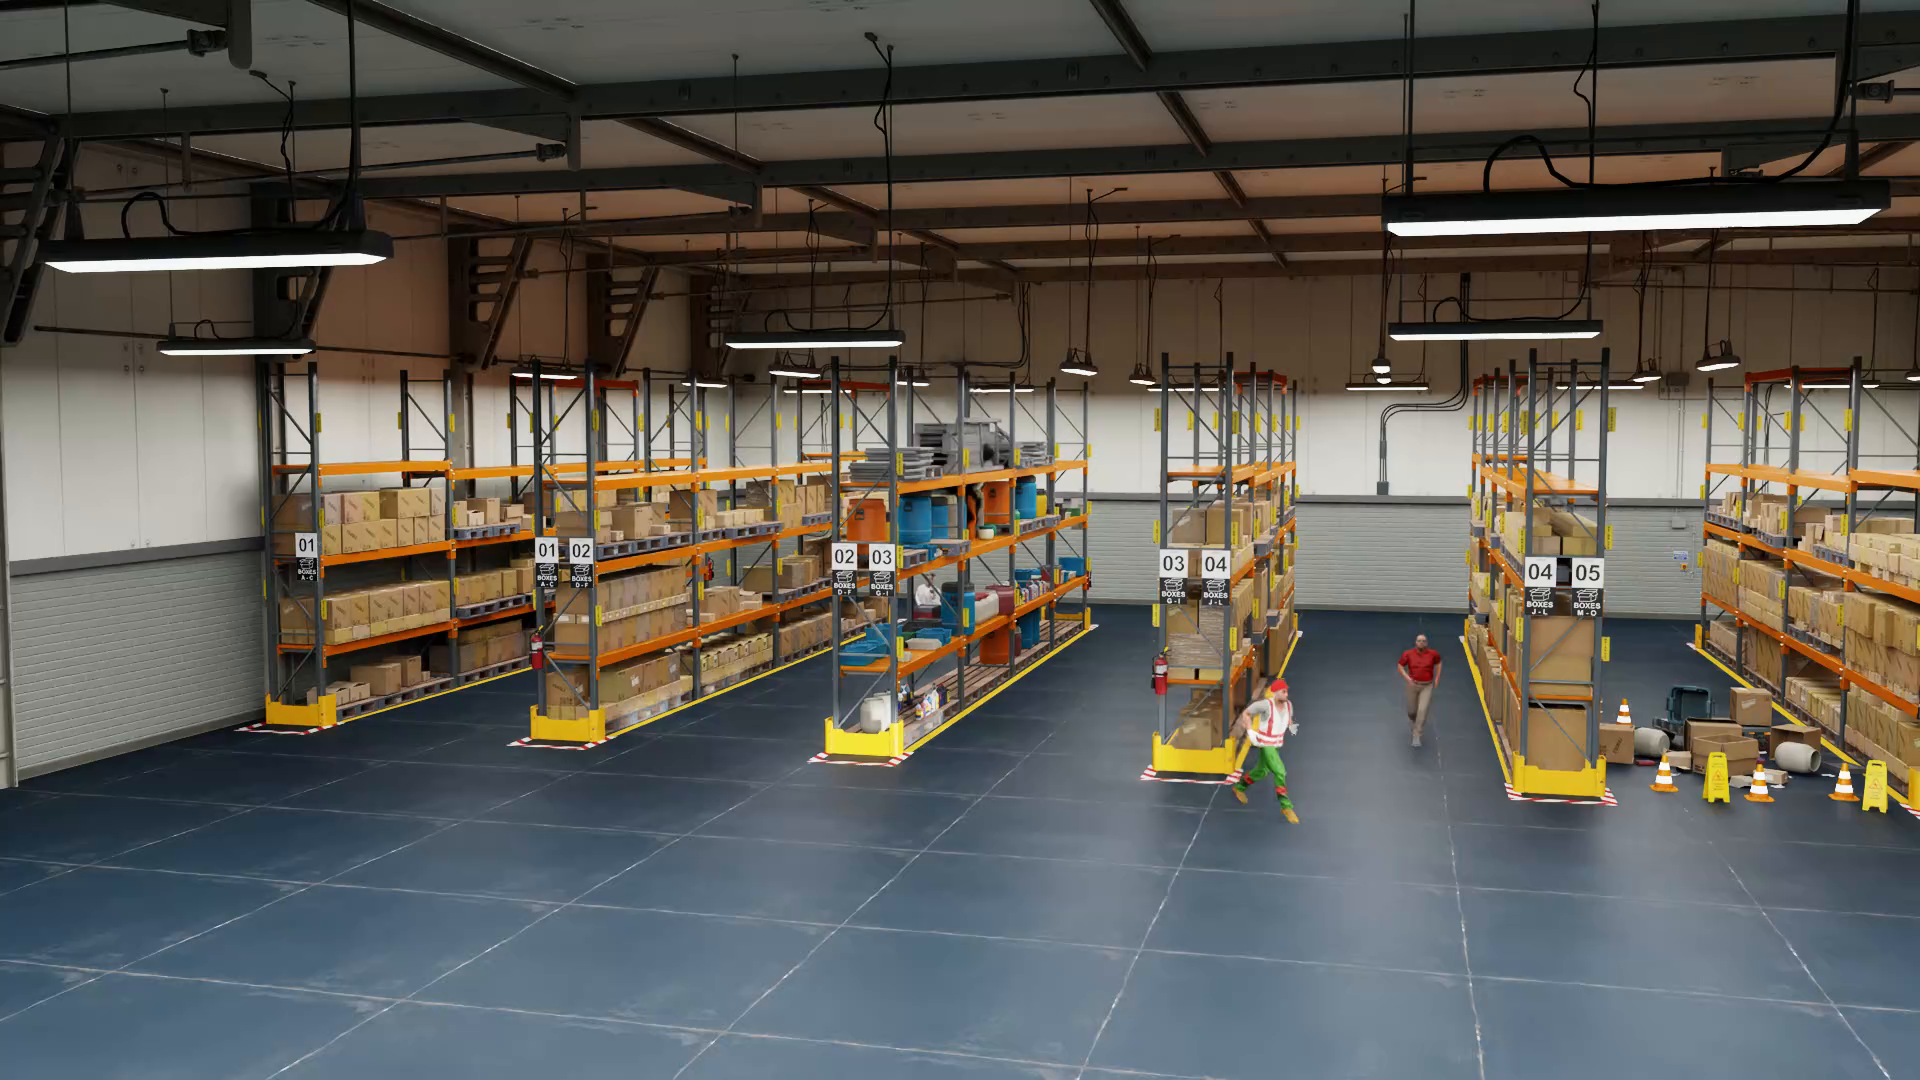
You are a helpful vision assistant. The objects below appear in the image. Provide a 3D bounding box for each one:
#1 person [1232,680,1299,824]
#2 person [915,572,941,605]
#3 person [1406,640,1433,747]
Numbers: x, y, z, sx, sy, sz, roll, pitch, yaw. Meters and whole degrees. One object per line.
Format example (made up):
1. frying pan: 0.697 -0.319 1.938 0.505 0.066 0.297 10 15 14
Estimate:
1. person: 3.893 2.639 21.156 0.641 1.782 1.106 -4 5 -42
2. person: -0.659 1.534 34.160 0.593 1.787 0.728 1 4 8
3. person: 7.227 2.361 26.143 0.414 1.650 0.924 1 4 13
